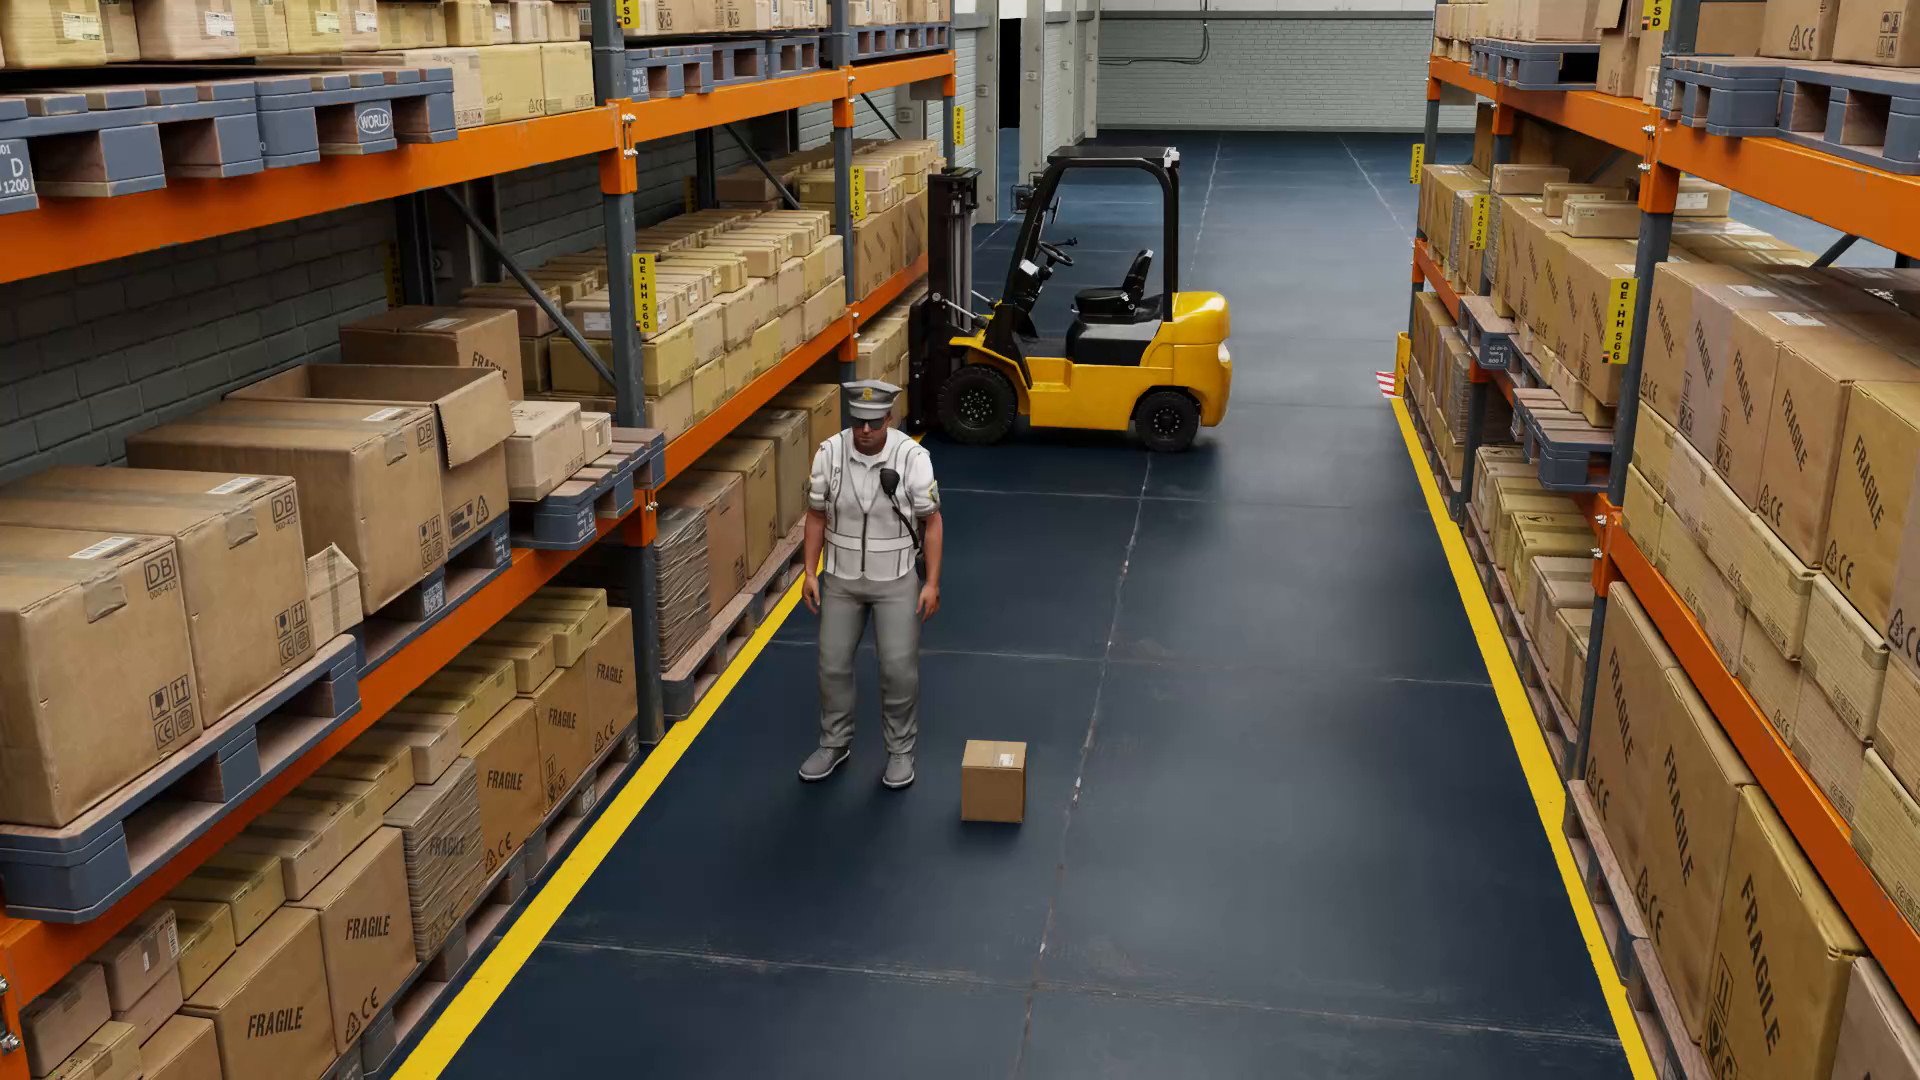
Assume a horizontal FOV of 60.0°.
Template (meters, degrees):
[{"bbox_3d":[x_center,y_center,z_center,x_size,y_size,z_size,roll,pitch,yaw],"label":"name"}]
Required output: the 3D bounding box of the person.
[{"bbox_3d":[-0.435,0.177,6.988,0.500,1.747,0.329,3,18,9],"label":"person"}]
